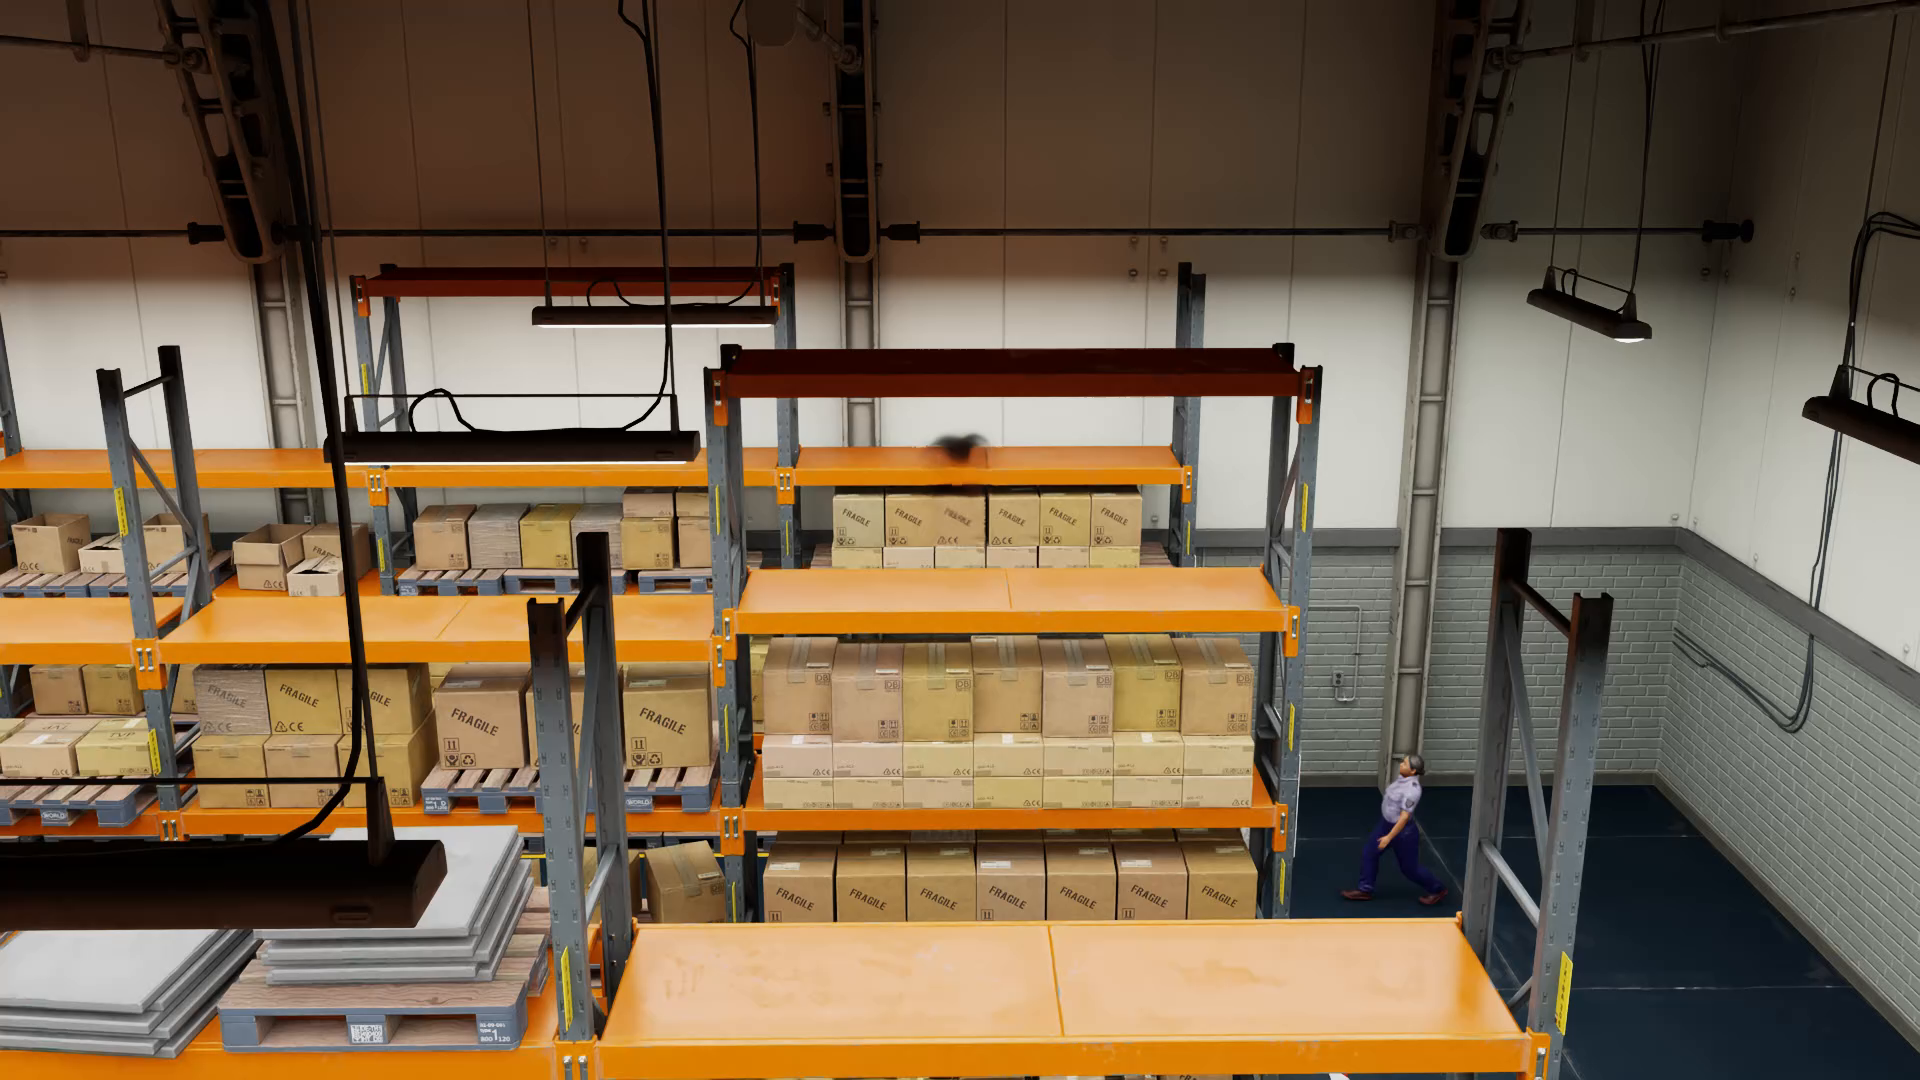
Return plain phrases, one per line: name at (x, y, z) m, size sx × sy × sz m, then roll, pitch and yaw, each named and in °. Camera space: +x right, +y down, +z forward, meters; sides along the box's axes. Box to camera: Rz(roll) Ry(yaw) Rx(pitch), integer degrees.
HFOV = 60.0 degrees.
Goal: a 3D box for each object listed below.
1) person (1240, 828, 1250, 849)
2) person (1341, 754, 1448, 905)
person at (2.760, 2.730, 16.278) m, size 0.545 × 1.608 × 0.733 m, roll 14°, pitch 21°, yaw 40°
person at (4.261, 2.807, 16.092) m, size 0.979 × 1.583 × 0.513 m, roll -2°, pitch 16°, yaw -8°
